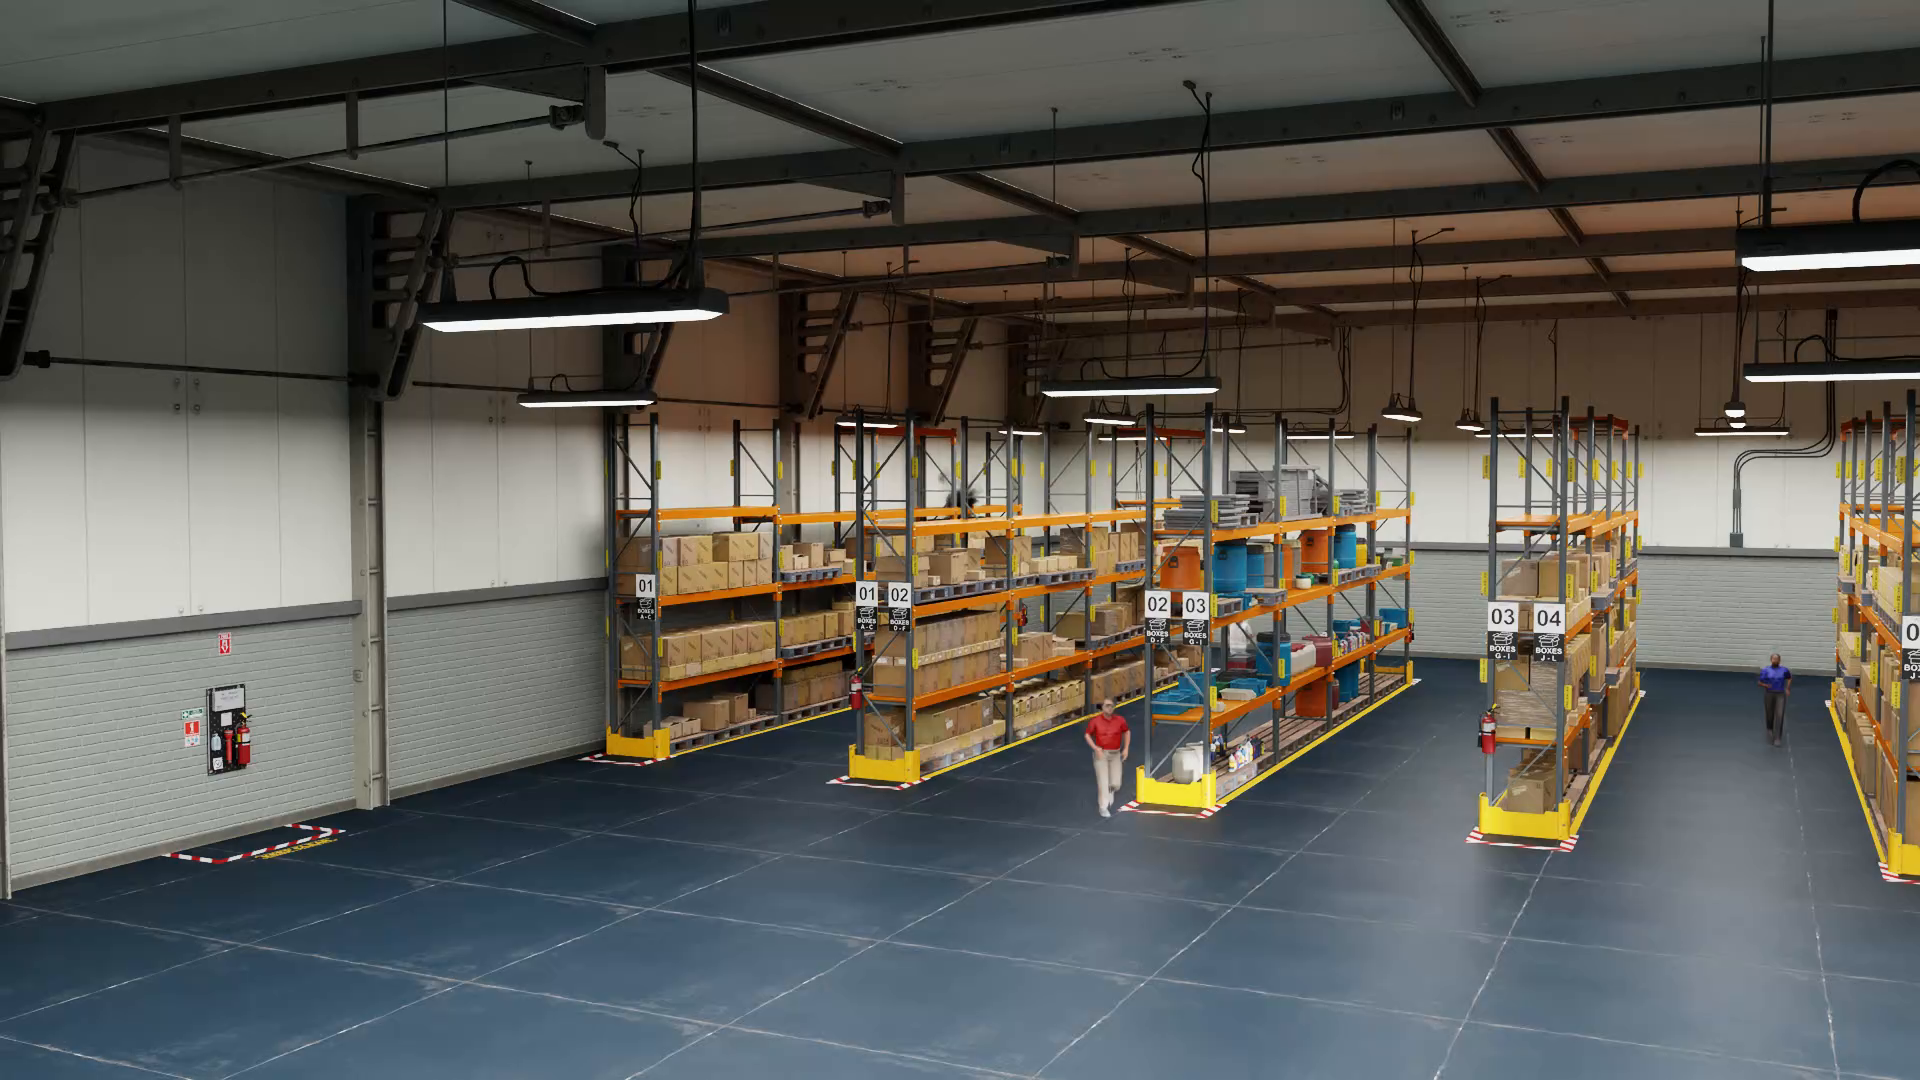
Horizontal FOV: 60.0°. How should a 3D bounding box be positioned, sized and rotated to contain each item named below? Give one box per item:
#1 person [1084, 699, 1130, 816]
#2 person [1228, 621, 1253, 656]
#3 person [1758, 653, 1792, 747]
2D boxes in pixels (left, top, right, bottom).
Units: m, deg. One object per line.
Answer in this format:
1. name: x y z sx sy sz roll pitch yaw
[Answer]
1. person: 2.154 3.147 24.214 0.694 1.687 0.632 0 2 -9
2. person: 6.402 2.509 38.368 0.698 1.759 0.858 1 3 19
3. person: 14.846 2.892 30.292 0.579 1.644 0.874 1 3 23
